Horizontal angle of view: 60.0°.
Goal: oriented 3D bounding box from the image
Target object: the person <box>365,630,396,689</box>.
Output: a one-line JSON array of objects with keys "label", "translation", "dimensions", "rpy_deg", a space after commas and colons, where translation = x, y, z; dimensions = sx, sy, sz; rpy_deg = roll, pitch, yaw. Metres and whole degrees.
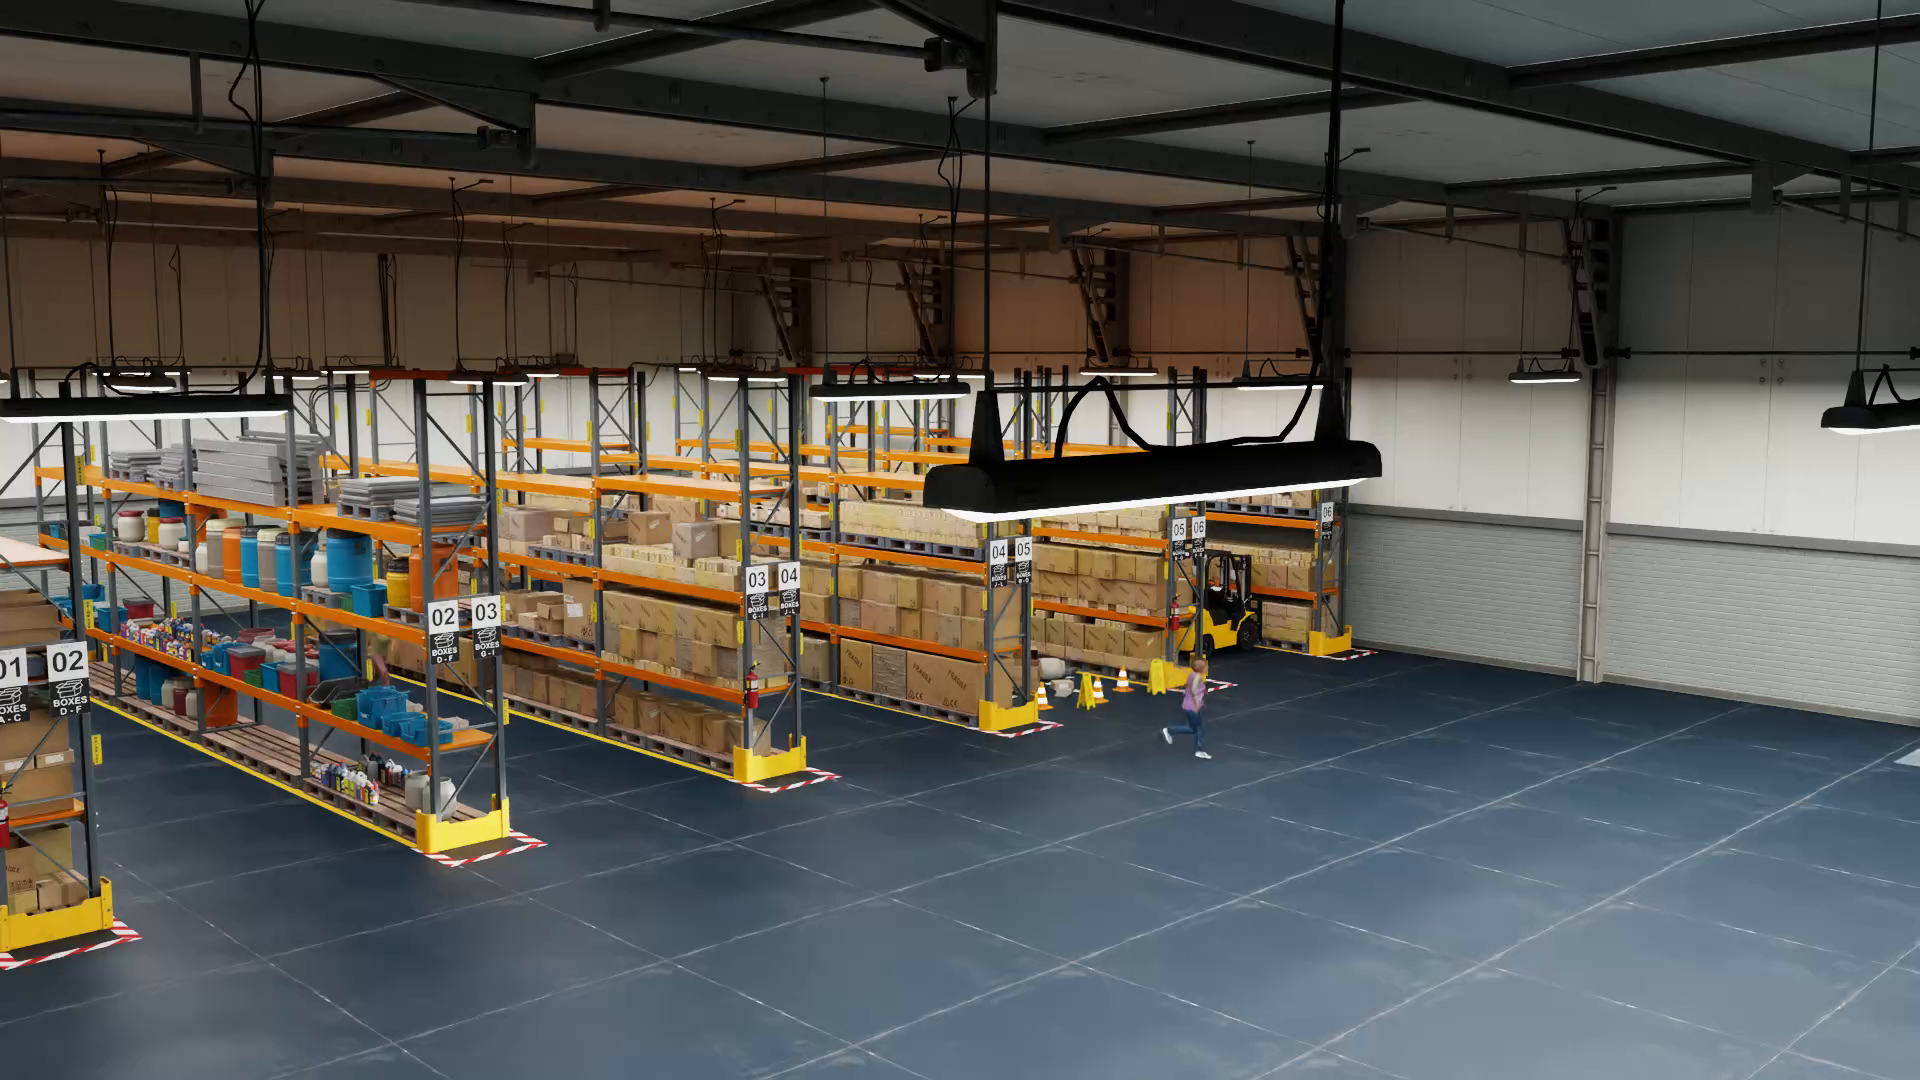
[{"label": "person", "translation": [-10.639, 2.138, 30.360], "dimensions": [1.003, 1.625, 0.616], "rpy_deg": [6, 9, 42]}]

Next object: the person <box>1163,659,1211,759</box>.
[{"label": "person", "translation": [3.560, 2.650, 26.011], "dimensions": [0.768, 1.575, 0.551], "rpy_deg": [0, 6, 1]}]
